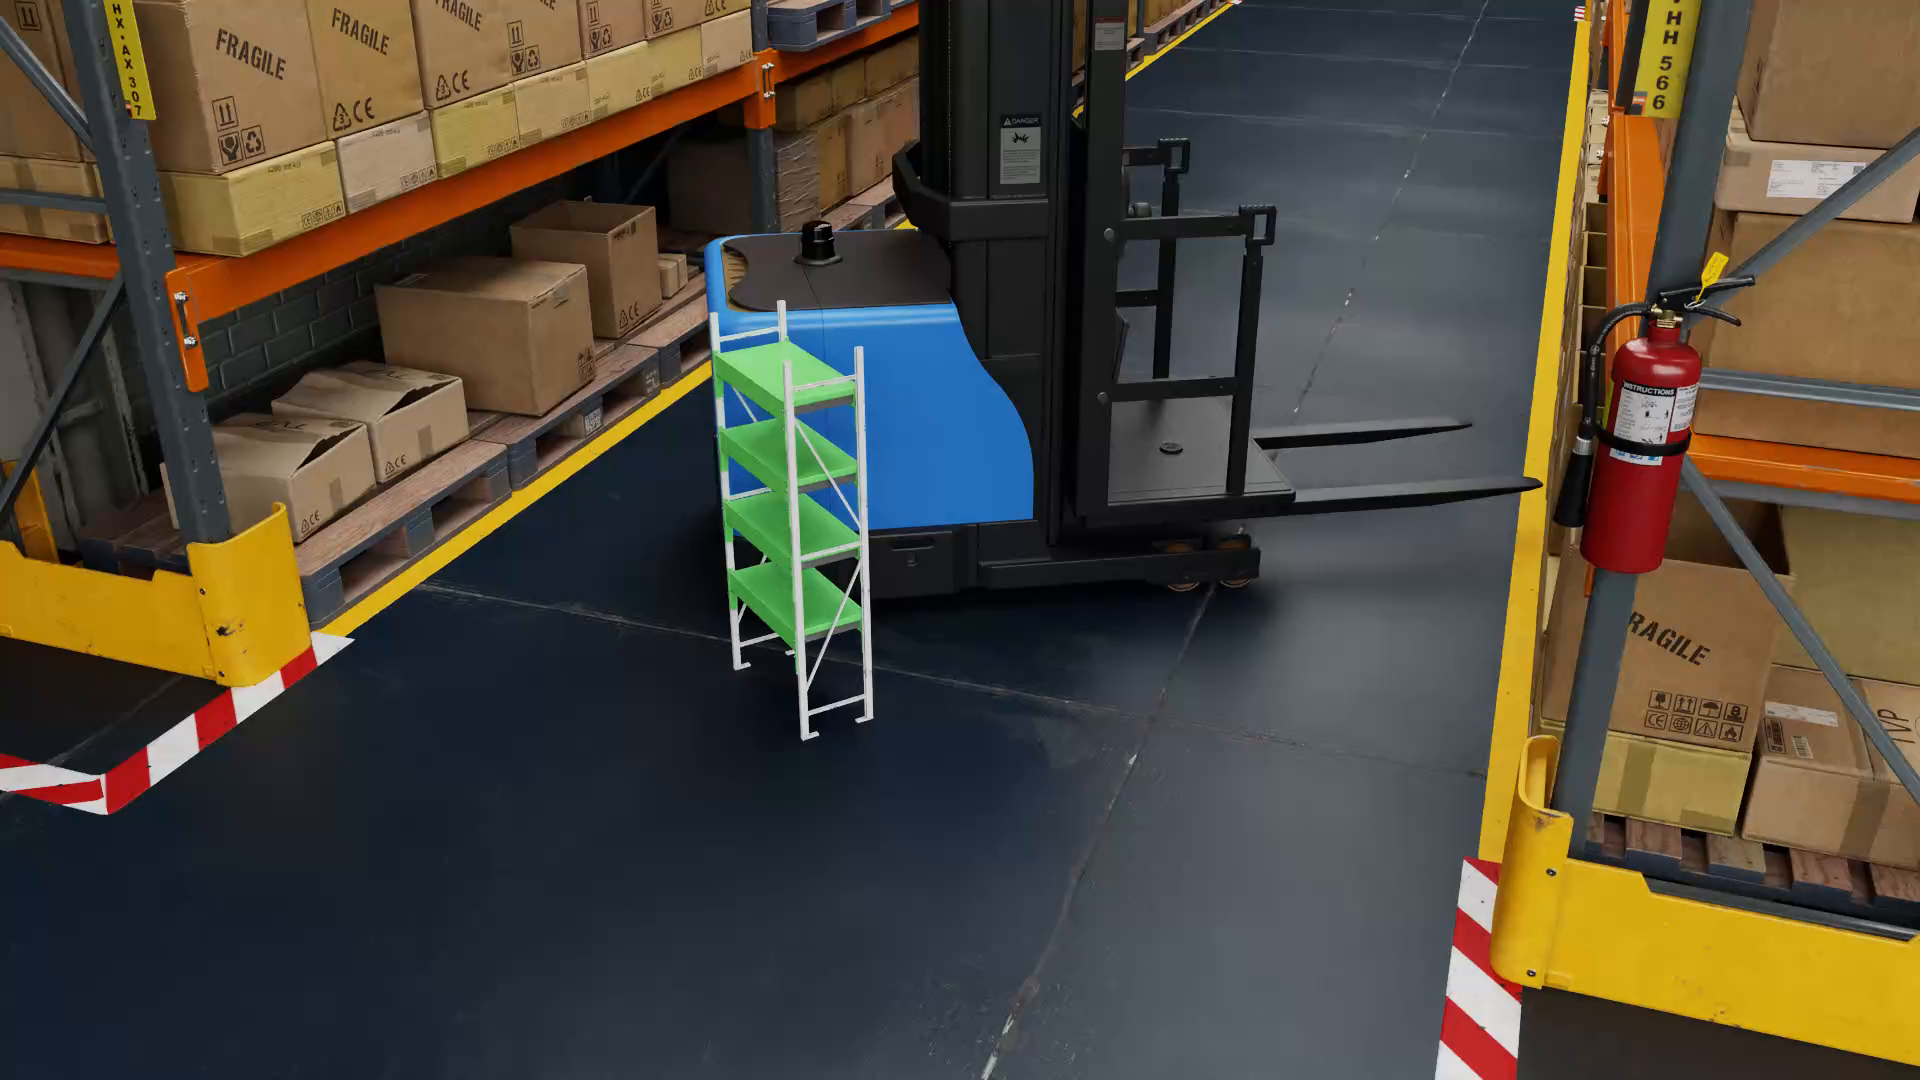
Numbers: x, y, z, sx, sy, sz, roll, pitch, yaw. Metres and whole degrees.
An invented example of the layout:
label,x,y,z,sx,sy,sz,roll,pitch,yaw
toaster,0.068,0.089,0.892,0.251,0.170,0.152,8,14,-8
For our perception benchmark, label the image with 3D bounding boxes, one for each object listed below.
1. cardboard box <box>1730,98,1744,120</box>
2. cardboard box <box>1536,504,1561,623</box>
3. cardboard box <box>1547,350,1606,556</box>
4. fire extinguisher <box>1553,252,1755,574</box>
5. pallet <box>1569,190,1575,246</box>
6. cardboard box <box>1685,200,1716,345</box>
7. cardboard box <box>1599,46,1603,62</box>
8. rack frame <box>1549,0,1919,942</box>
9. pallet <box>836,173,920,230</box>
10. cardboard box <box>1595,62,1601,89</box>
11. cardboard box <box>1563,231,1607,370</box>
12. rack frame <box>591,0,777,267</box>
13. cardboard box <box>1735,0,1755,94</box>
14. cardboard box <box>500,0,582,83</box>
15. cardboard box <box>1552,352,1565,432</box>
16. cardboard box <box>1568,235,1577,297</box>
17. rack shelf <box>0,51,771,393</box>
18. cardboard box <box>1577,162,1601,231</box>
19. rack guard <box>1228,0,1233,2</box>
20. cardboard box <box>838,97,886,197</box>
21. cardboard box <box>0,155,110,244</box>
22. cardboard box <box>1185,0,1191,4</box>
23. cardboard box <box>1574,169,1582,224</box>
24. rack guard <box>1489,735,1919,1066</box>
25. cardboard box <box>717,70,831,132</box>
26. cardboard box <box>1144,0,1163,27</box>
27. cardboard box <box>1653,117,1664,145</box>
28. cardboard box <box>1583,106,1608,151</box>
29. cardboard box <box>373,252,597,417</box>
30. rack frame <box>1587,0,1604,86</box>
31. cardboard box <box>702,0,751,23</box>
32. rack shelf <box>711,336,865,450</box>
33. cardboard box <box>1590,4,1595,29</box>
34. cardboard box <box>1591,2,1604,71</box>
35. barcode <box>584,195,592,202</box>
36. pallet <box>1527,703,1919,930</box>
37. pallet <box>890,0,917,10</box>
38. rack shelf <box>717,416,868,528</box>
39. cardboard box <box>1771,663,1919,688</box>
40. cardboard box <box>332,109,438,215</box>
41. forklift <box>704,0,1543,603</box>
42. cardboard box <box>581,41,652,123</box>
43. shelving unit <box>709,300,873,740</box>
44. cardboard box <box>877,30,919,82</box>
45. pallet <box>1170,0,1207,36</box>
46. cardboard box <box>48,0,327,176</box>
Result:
label,x,y,z,sx,sy,sz,roll,pitch,yaw
cardboard box,1.935,-0.910,3.829,0.380,0.149,0.250,9,27,19
cardboard box,2.122,0.091,5.293,0.500,0.250,0.500,9,27,17
cardboard box,2.119,-0.247,5.130,0.500,0.500,0.500,9,27,17
fire extinguisher,1.425,-0.265,3.444,0.296,0.674,0.183,9,27,17
pallet,4.253,-1.981,10.099,1.003,0.211,1.213,9,27,17
cardboard box,2.240,-0.733,4.206,0.700,0.500,0.500,9,27,19
cardboard box,4.669,-3.421,11.377,0.500,0.250,0.500,10,28,19
rack frame,1.902,-0.281,3.388,1.000,3.000,0.127,9,27,17
pallet,-0.778,-2.210,10.572,1.003,0.211,1.213,9,27,17
cardboard box,4.654,-3.060,11.491,0.500,0.500,0.500,10,28,19
cardboard box,2.624,-0.862,6.401,0.500,0.500,0.500,9,27,17
rack frame,-1.440,-2.642,8.264,1.000,3.000,0.127,9,27,17
cardboard box,2.257,-1.339,3.969,0.700,0.500,0.500,8,27,16
cardboard box,-1.816,-2.056,6.344,0.500,0.500,0.500,10,27,19
cardboard box,2.622,-0.525,6.565,0.500,0.250,0.500,9,27,17
cardboard box,3.268,-1.296,8.159,0.500,0.250,0.500,8,27,17
rack shelf,-2.105,-1.496,6.723,1.077,0.370,4.000,9,27,17
cardboard box,3.433,-1.756,8.465,0.500,0.311,0.500,9,27,17
rack guard,2.562,-6.458,19.014,1.175,0.500,0.348,9,27,17
cardboard box,-0.878,-2.443,10.217,0.700,0.500,0.500,9,27,18
cardboard box,-2.798,-1.160,5.352,0.500,0.250,0.500,9,27,18
cardboard box,2.082,-5.922,17.426,0.700,0.500,0.500,8,27,16
cardboard box,3.779,-1.926,9.460,0.500,0.250,0.500,8,27,16
rack guard,1.894,0.854,3.913,1.175,0.500,0.348,9,27,17
cardboard box,-1.067,-2.538,9.554,0.500,0.250,0.500,8,27,16
cardboard box,1.568,-5.286,16.111,0.700,0.500,0.500,9,27,18
cardboard box,3.091,-1.787,6.383,0.700,0.500,0.500,8,27,16
cardboard box,3.946,-2.383,9.759,0.500,0.311,0.500,8,27,16
cardboard box,-1.975,-0.871,6.970,0.700,0.500,0.500,7,27,14
rack frame,5.895,-5.212,13.573,1.000,3.000,0.127,9,27,17
cardboard box,-1.305,-2.682,7.635,0.500,0.500,0.500,9,27,17
rack shelf,-0.501,-0.432,4.811,0.258,0.148,0.480,-15,30,-28
cardboard box,6.067,-4.784,15.269,0.500,0.311,0.500,9,27,17
cardboard box,5.504,-4.122,13.685,0.500,0.500,0.500,8,27,15
barcode,-1.846,-1.672,8.257,0.001,0.075,0.075,9,27,17
pallet,2.117,0.654,4.658,1.003,0.211,1.213,9,27,17
pallet,-0.729,-3.380,10.008,1.003,0.211,1.213,9,27,17
rack shelf,-0.501,-0.216,4.915,0.258,0.148,0.480,-15,30,-28
cardboard box,2.453,0.373,4.710,0.500,0.250,0.500,9,27,17
cardboard box,-2.150,-1.309,5.661,0.500,0.250,0.500,8,27,16
forklift,0.617,-1.362,5.699,3.031,2.935,1.130,-4,26,-8
cardboard box,-1.638,-1.932,6.948,0.500,0.250,0.500,9,27,17
shelving unit,-0.501,-0.058,4.992,0.258,1.200,0.503,-15,30,-28
cardboard box,-0.548,-3.167,10.853,0.500,0.250,0.500,9,27,18
pallet,1.954,-5.478,17.323,1.003,0.211,1.213,9,27,17
cardboard box,-2.328,-1.429,5.049,0.500,0.500,0.500,9,27,18
